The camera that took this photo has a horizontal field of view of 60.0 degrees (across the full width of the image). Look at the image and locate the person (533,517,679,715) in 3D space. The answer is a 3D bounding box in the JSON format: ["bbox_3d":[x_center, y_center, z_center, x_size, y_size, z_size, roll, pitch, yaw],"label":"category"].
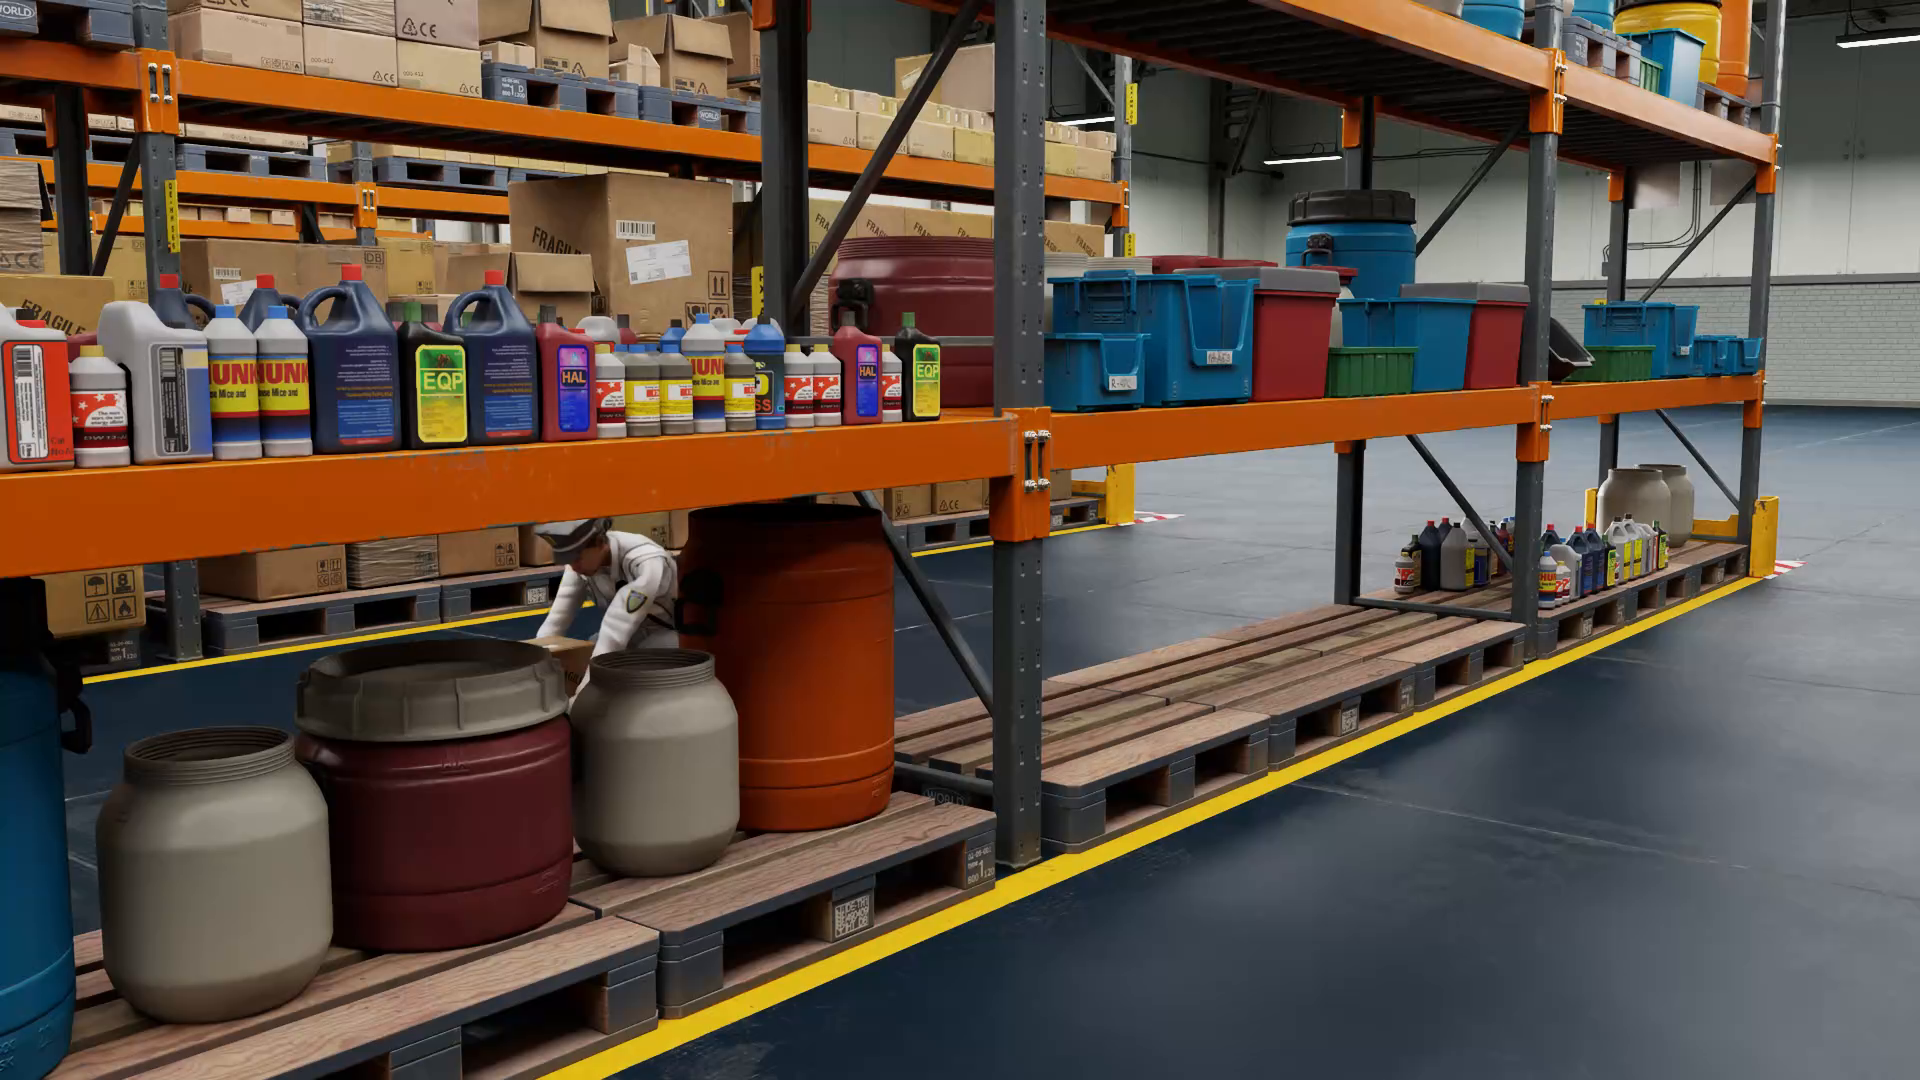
[{"bbox_3d":[-1.242,0.308,6.114,0.466,0.980,0.839,5,9,37],"label":"person"}]
